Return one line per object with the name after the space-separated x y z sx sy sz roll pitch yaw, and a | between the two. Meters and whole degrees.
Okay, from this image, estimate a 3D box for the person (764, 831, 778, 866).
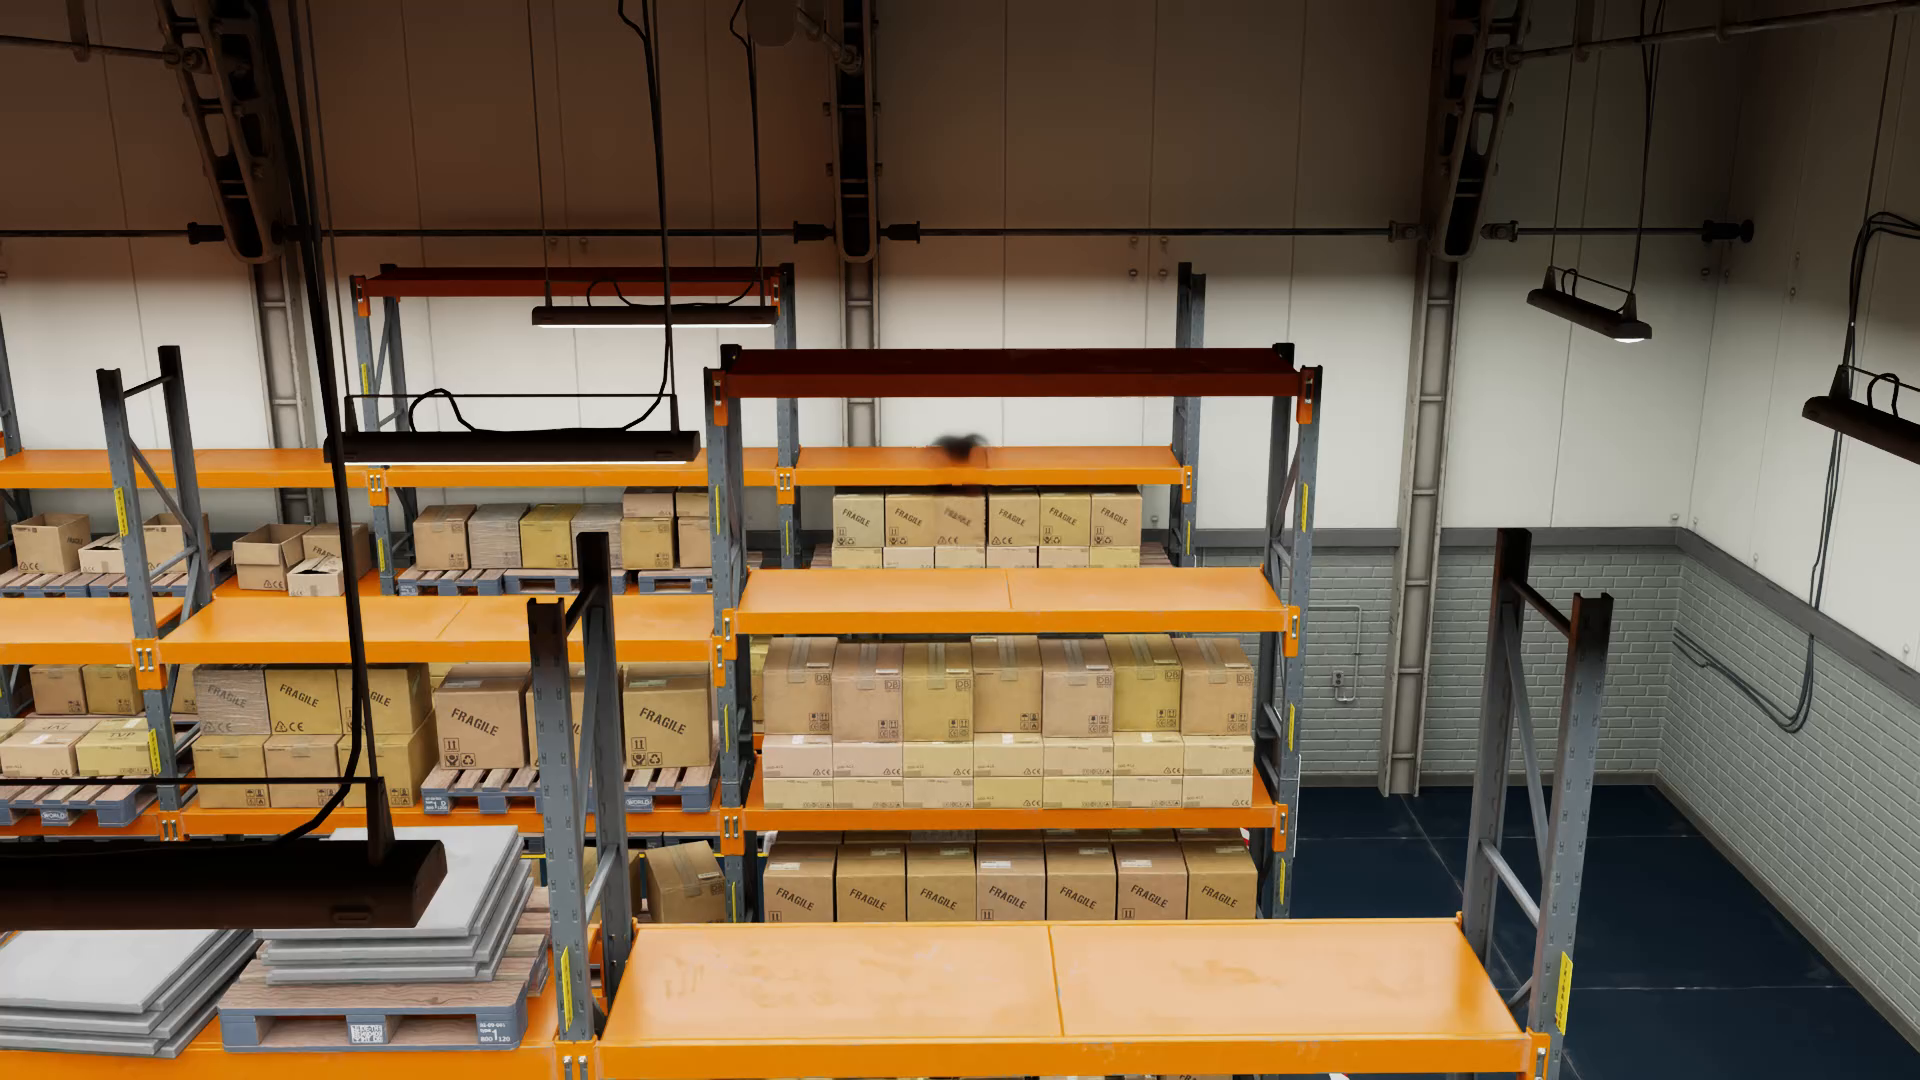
-1.446 3.032 15.003 0.642 1.753 0.502 -4 17 -15 | person
